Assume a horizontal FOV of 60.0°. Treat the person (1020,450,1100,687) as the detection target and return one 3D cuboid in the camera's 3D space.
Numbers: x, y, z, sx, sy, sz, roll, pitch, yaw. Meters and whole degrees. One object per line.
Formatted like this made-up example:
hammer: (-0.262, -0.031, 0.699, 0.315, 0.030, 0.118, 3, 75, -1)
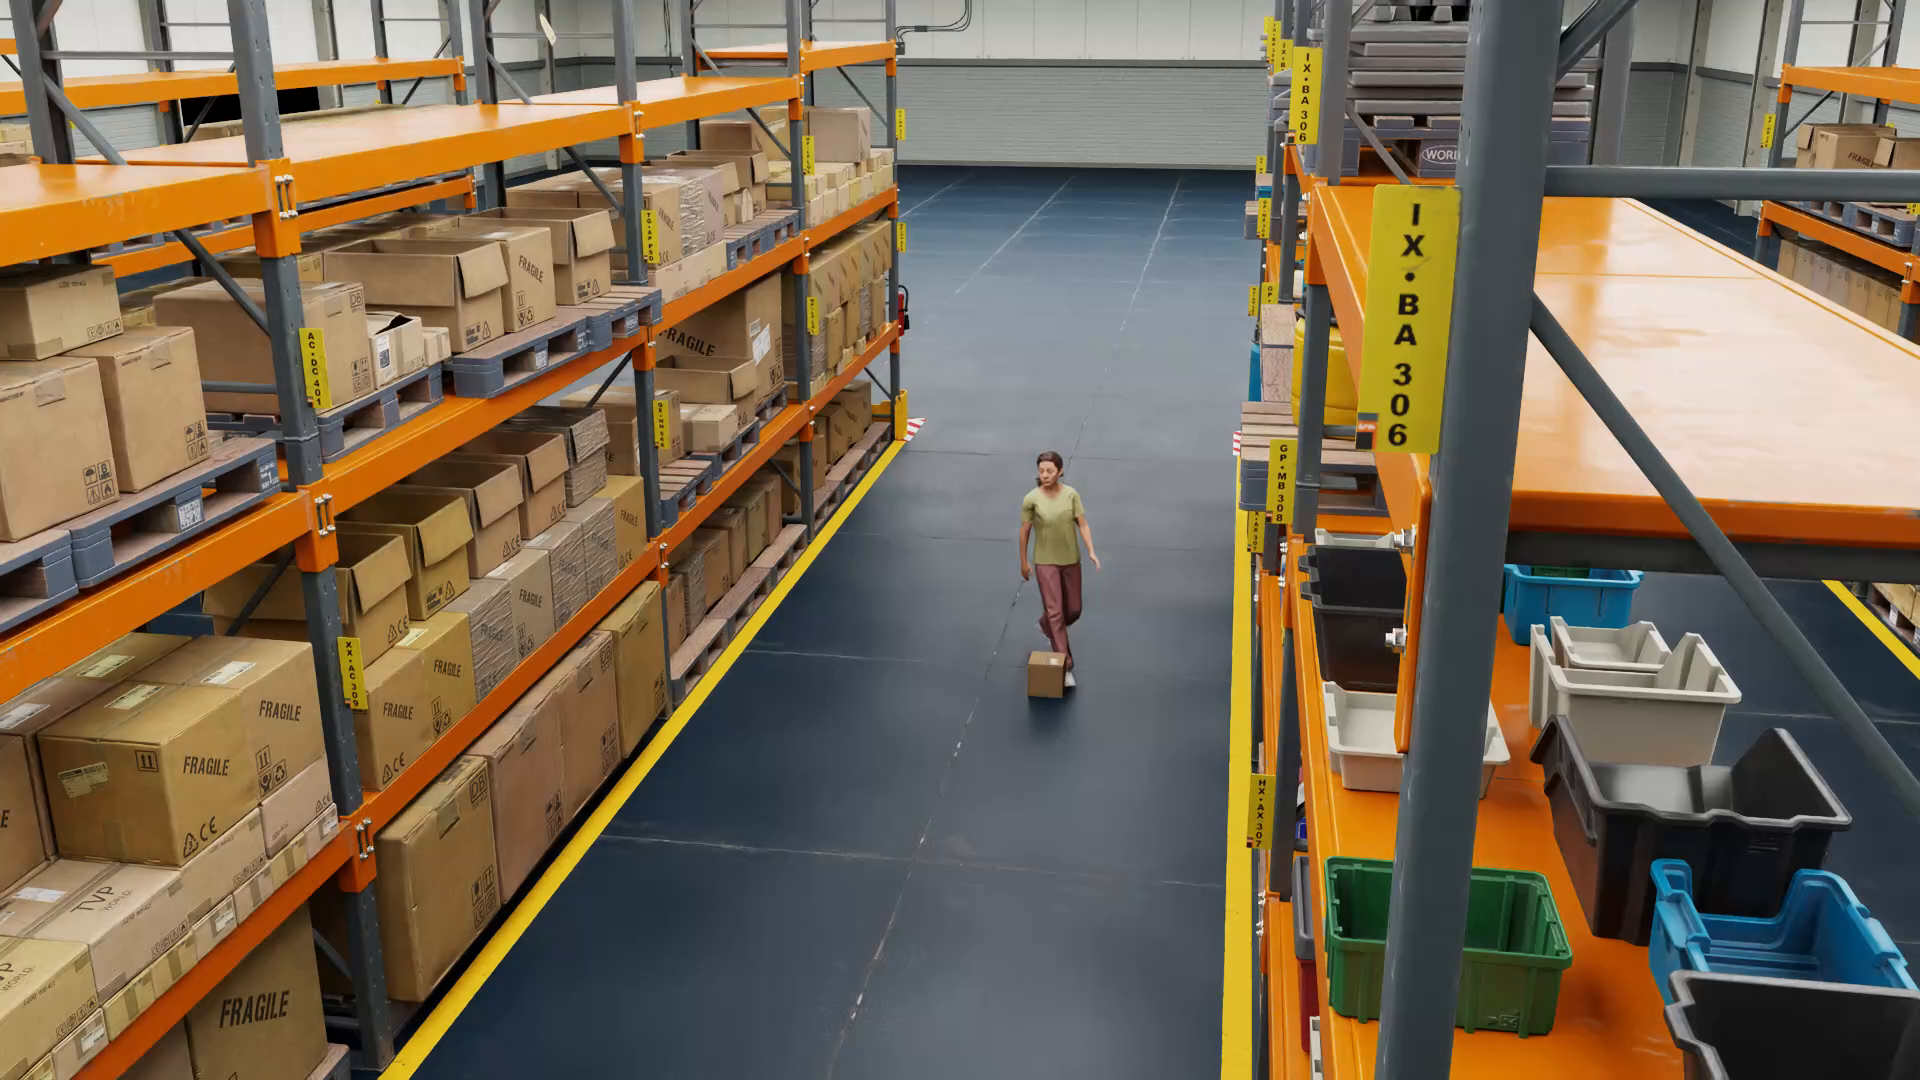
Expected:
person: (0.728, 0.177, 12.064, 0.514, 1.623, 0.907, -4, 18, -13)
